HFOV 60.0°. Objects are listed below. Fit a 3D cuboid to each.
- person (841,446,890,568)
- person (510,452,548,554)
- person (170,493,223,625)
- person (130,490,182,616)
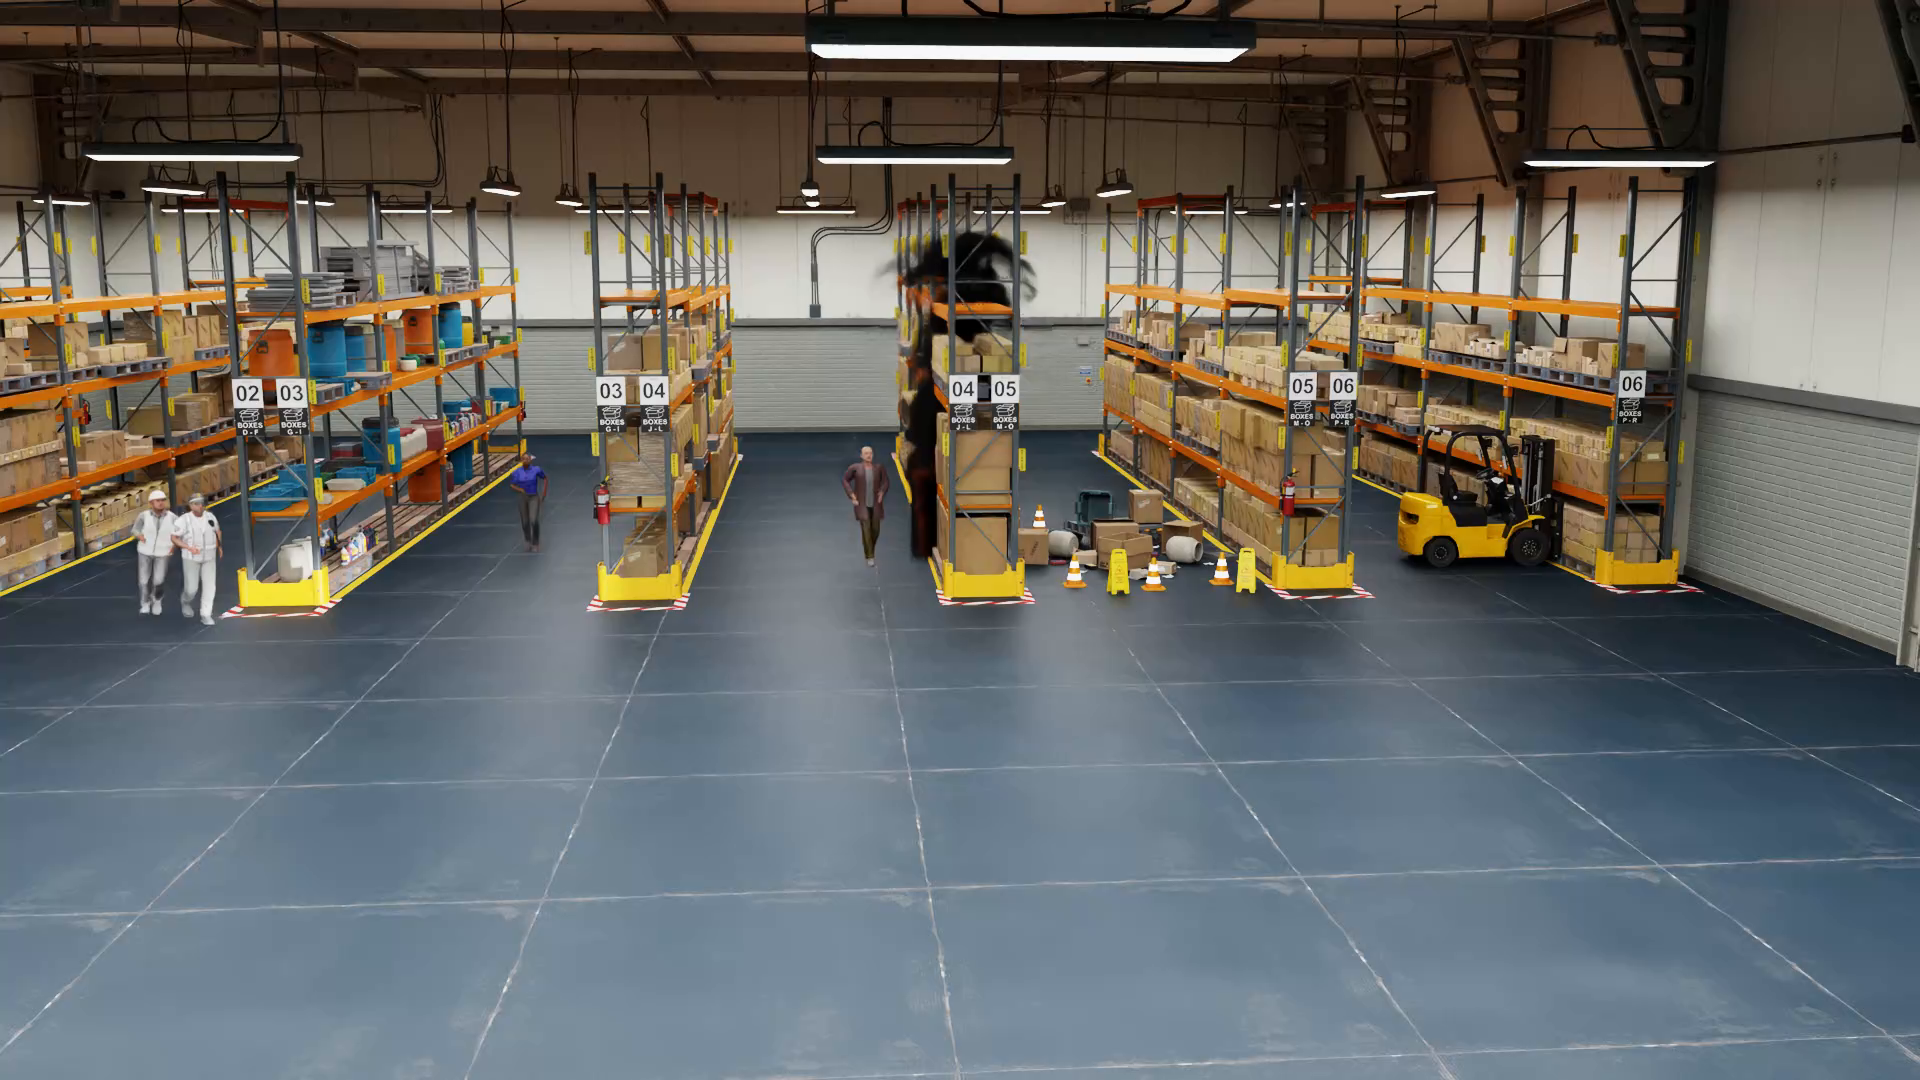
[{"bbox_3d":[-1.395,-0.515,24.925,0.720,1.786,0.738,-3,10,-15],"label":"person"},{"bbox_3d":[-7.109,-0.602,27.457,0.584,1.710,0.718,-2,10,-9],"label":"person"},{"bbox_3d":[-10.222,0.231,22.339,0.692,1.754,0.799,-9,14,-42],"label":"person"},{"bbox_3d":[-10.961,0.184,22.734,0.665,1.732,0.621,-3,11,-18],"label":"person"}]
